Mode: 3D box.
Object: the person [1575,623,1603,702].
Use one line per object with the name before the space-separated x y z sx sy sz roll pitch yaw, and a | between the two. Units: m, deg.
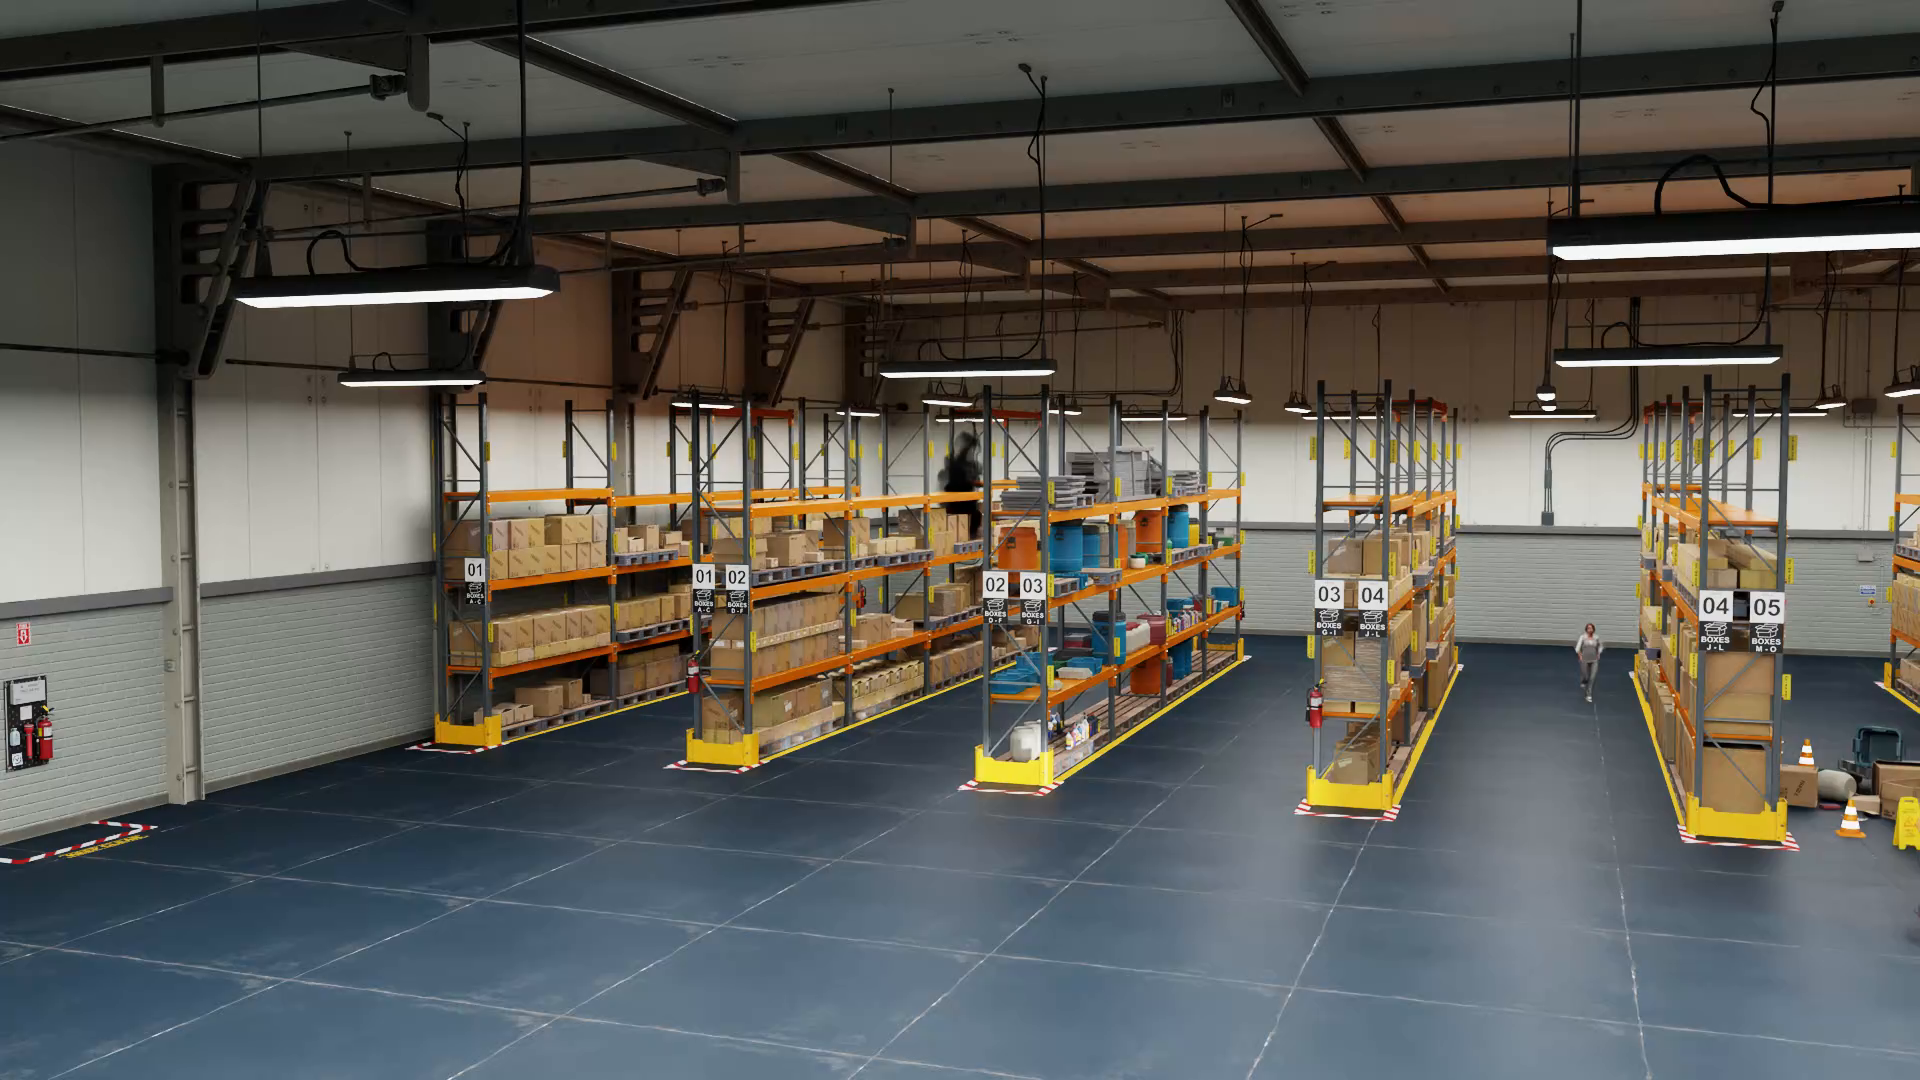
person | 12.651 2.449 33.421 0.536 1.565 0.646 1 3 12
